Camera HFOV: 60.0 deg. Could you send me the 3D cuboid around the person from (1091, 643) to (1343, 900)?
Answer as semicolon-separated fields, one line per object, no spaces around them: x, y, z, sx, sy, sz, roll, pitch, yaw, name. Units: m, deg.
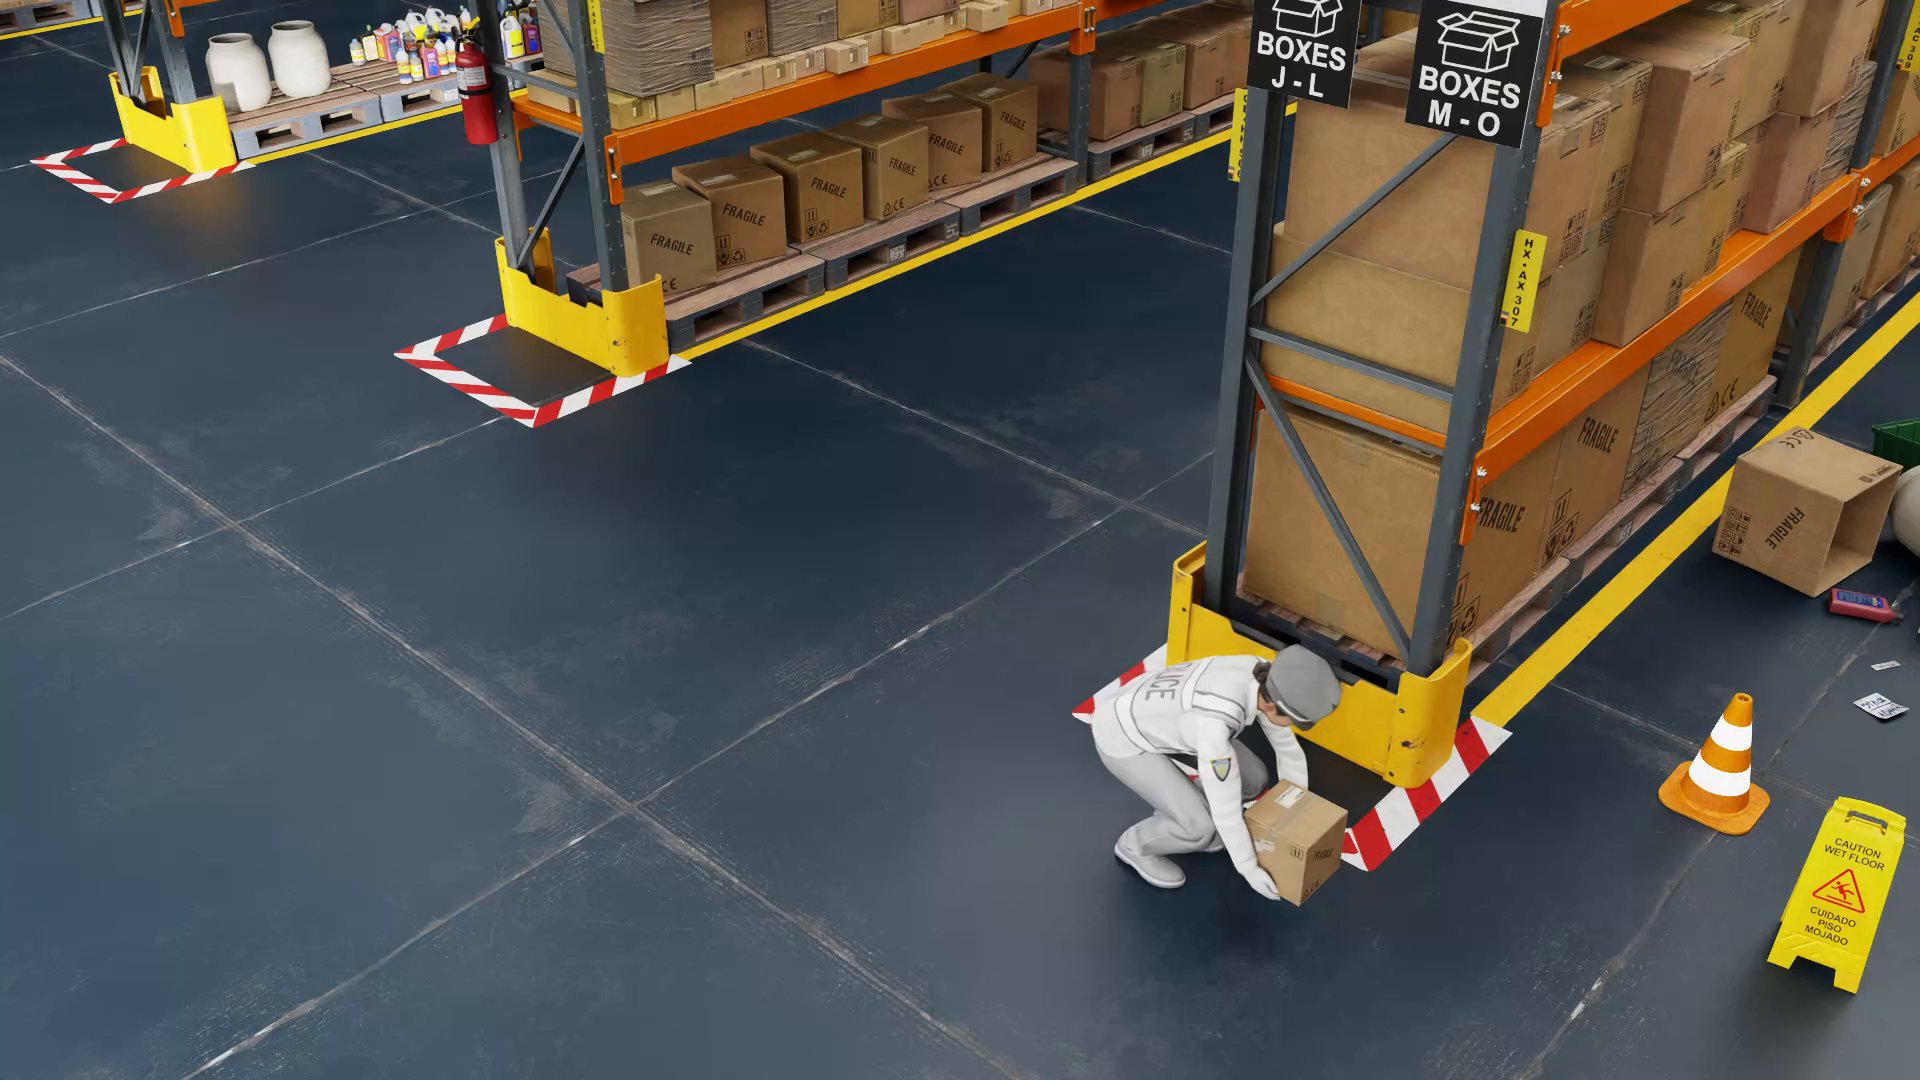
0.849;0.717;5.612;0.819;0.994;0.492;25;40;35;person
